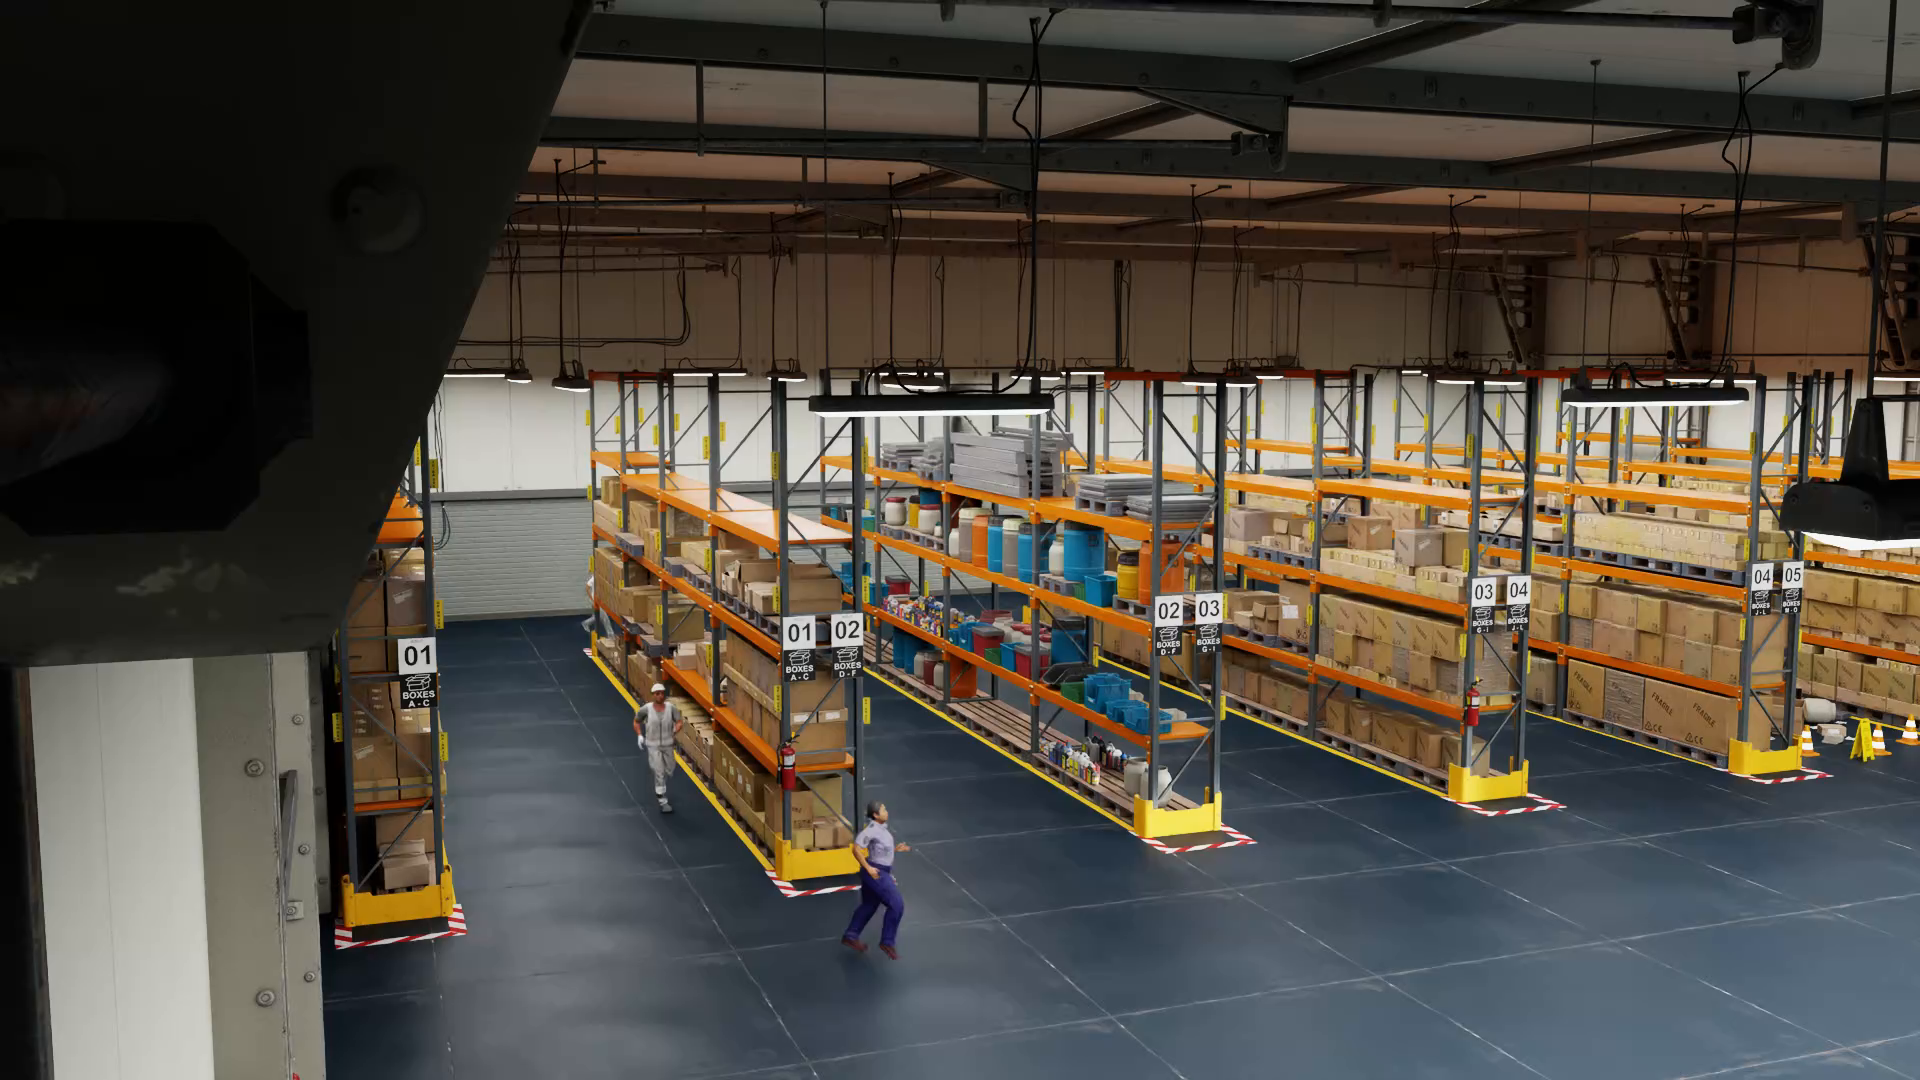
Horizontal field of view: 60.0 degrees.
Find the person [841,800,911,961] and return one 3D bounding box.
[{"bbox_3d":[-0.889,3.589,17.510,0.746,1.692,0.584,0,6,-3],"label":"person"}]

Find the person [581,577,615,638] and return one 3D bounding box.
[{"bbox_3d":[-8.043,1.385,37.058,0.948,1.668,0.628,2,7,18],"label":"person"}]

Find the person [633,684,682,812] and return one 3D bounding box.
[{"bbox_3d":[-4.203,2.863,23.214,0.660,1.763,0.840,-3,7,-24],"label":"person"}]
